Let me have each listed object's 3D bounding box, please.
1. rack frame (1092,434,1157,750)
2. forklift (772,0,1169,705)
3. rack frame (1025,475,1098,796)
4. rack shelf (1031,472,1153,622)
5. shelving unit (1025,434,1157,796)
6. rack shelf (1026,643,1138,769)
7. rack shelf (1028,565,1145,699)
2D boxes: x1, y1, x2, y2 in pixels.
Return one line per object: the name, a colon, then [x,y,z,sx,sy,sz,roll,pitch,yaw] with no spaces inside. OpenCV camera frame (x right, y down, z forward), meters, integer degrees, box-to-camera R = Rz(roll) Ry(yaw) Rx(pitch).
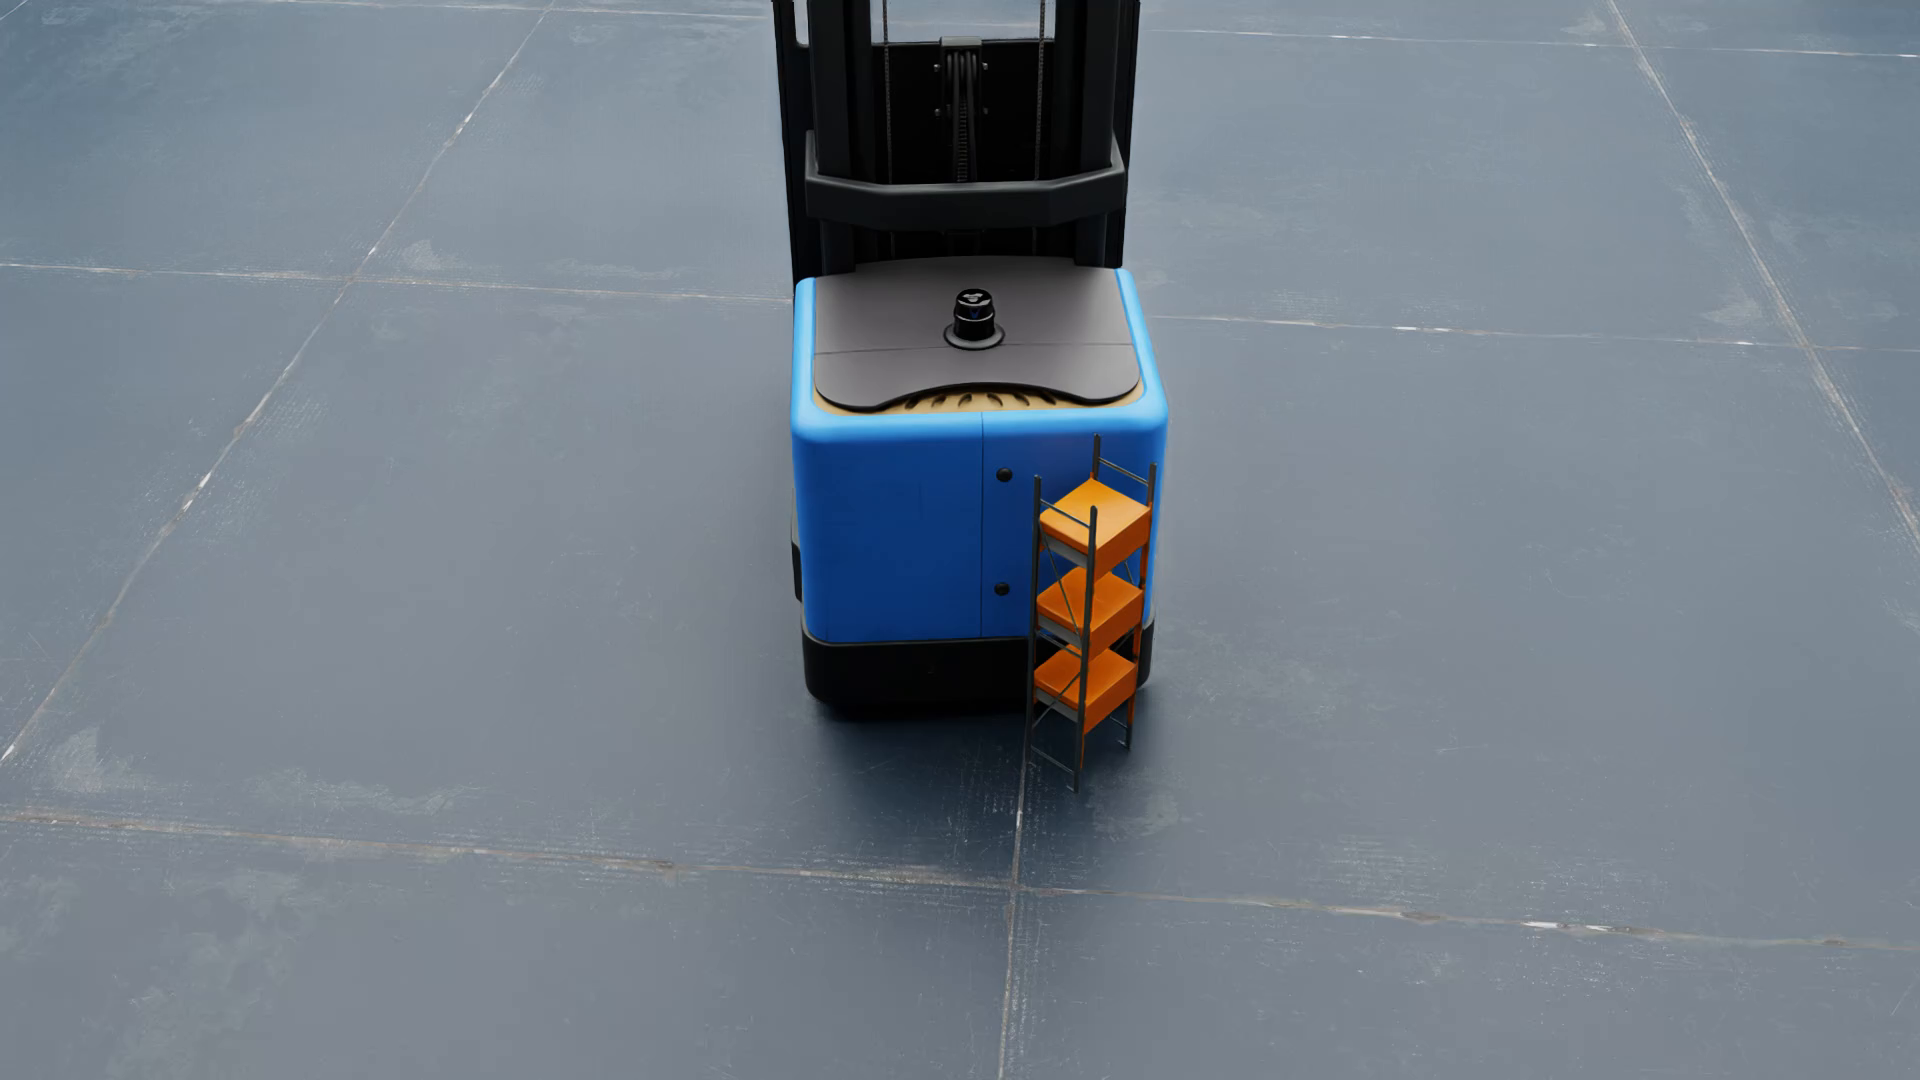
rack frame: [0.430,0.171,4.656,0.200,1.050,0.008,30,48,31]
forklift: [-0.024,-1.557,5.289,1.130,2.935,3.031,-2,39,-3]
rack frame: [0.267,0.285,4.515,0.200,1.050,0.008,30,48,31]
rack shelf: [0.348,0.016,4.414,0.215,0.259,0.240,30,48,31]
shelving unit: [0.348,0.228,4.586,0.215,1.050,0.252,30,48,31]
rack shelf: [0.349,0.452,4.768,0.215,0.259,0.240,30,48,31]
rack shelf: [0.348,0.236,4.592,0.215,0.259,0.240,30,48,31]
